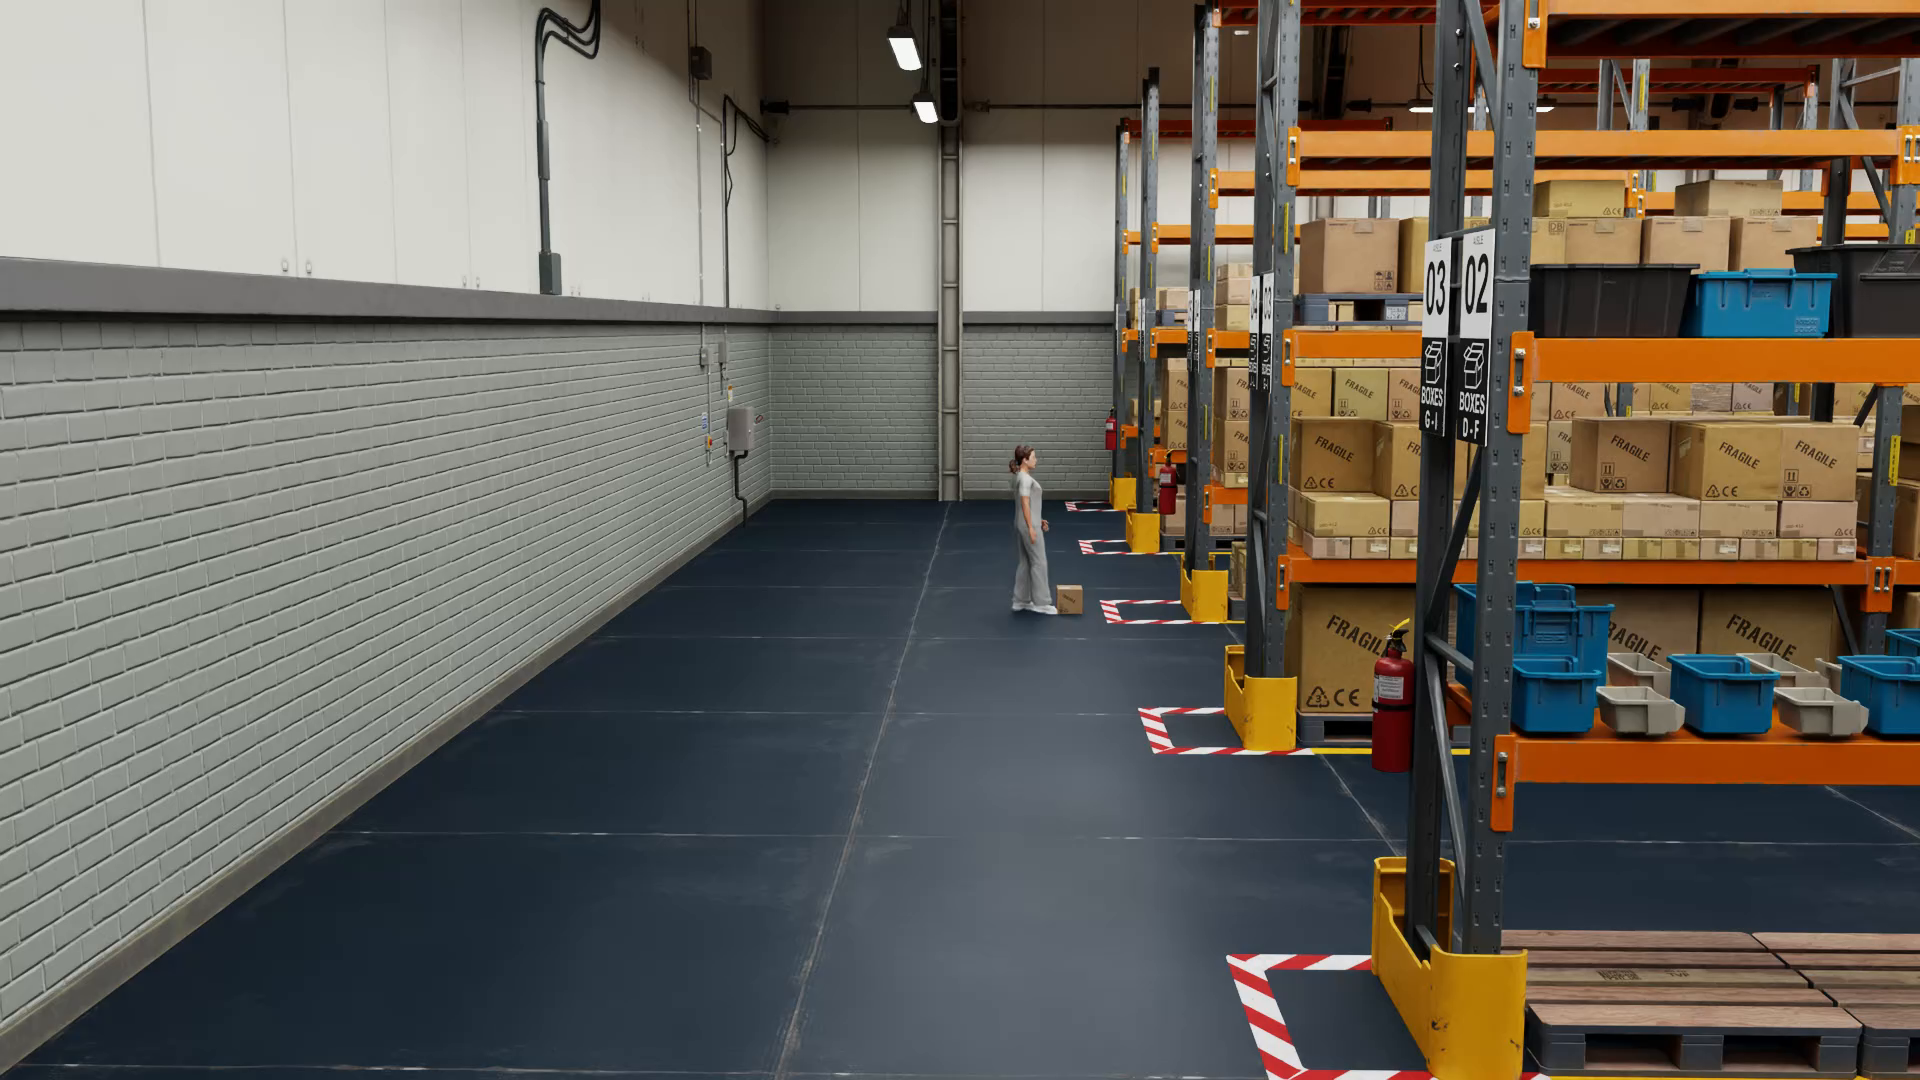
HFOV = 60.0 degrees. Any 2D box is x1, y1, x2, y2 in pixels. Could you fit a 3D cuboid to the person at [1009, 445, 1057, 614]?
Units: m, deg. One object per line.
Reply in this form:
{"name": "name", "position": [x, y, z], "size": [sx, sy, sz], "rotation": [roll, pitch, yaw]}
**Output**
{"name": "person", "position": [0.743, -0.110, 16.643], "size": [0.540, 1.689, 0.492], "rotation": [-1, 7, -10]}
